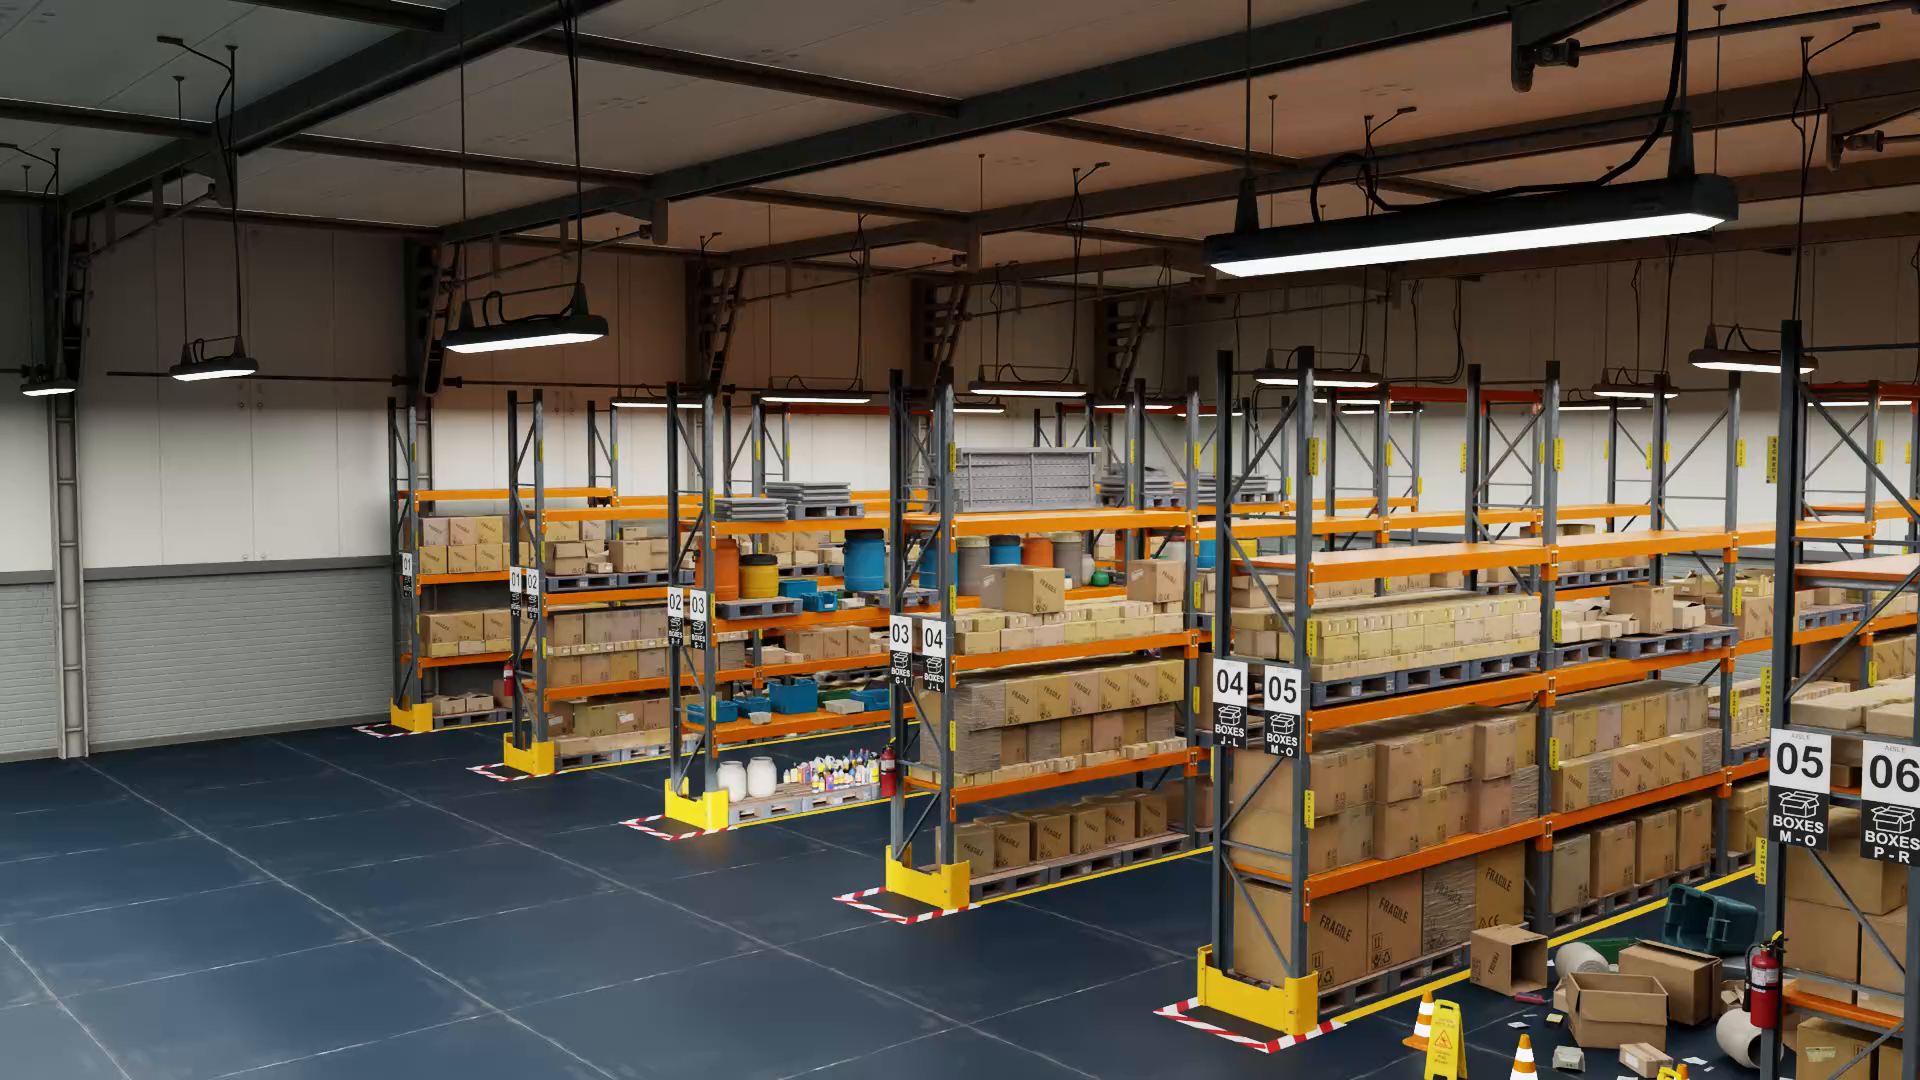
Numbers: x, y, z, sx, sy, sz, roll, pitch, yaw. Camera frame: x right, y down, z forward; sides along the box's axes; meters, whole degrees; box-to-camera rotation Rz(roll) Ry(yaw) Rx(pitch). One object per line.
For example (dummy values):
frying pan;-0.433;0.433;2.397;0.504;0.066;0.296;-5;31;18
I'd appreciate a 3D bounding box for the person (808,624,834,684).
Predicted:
person;-2.705;2.434;32.034;0.947;1.681;0.623;-3;5;-45
